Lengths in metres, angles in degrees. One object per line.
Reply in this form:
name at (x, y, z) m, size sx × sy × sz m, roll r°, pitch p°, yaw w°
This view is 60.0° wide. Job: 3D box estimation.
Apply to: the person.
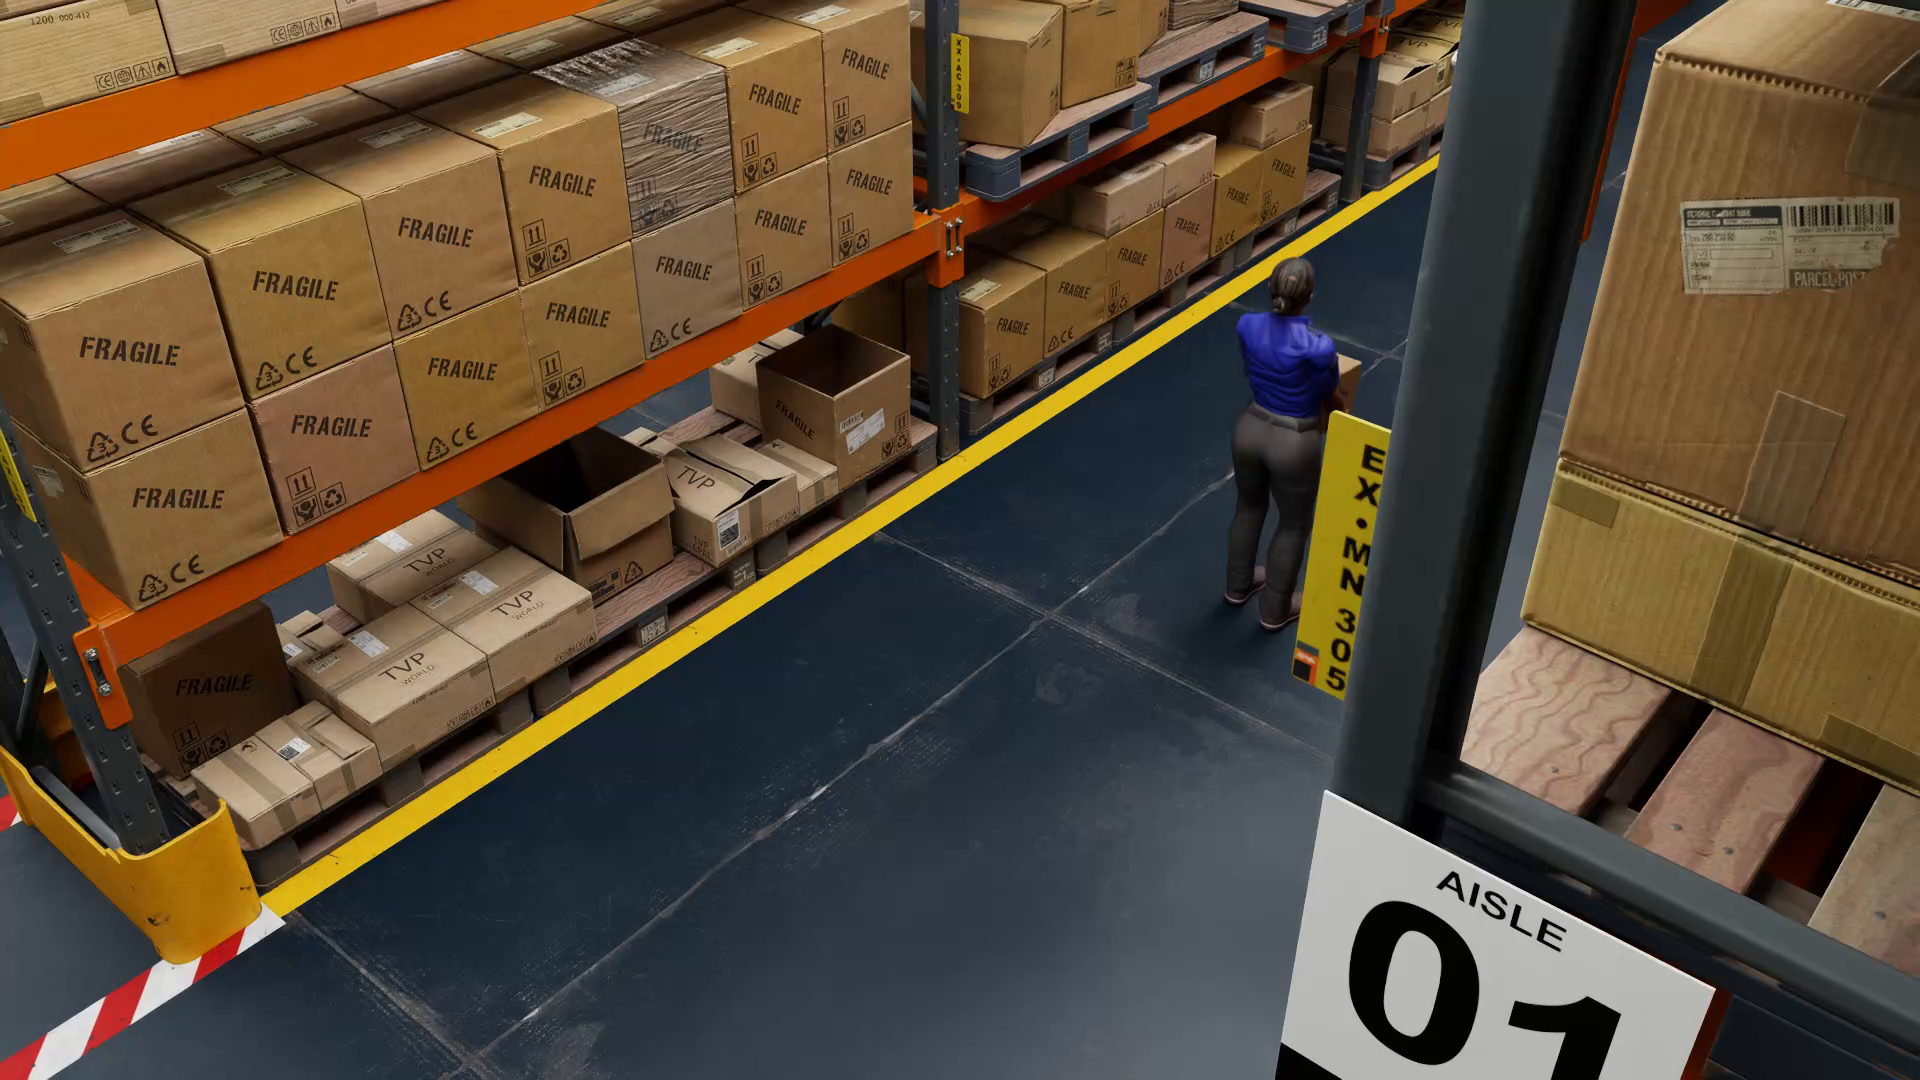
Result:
person at (1.292, -0.402, 6.720) m, size 0.517 × 1.653 × 0.402 m, roll 24°, pitch 42°, yaw 30°
